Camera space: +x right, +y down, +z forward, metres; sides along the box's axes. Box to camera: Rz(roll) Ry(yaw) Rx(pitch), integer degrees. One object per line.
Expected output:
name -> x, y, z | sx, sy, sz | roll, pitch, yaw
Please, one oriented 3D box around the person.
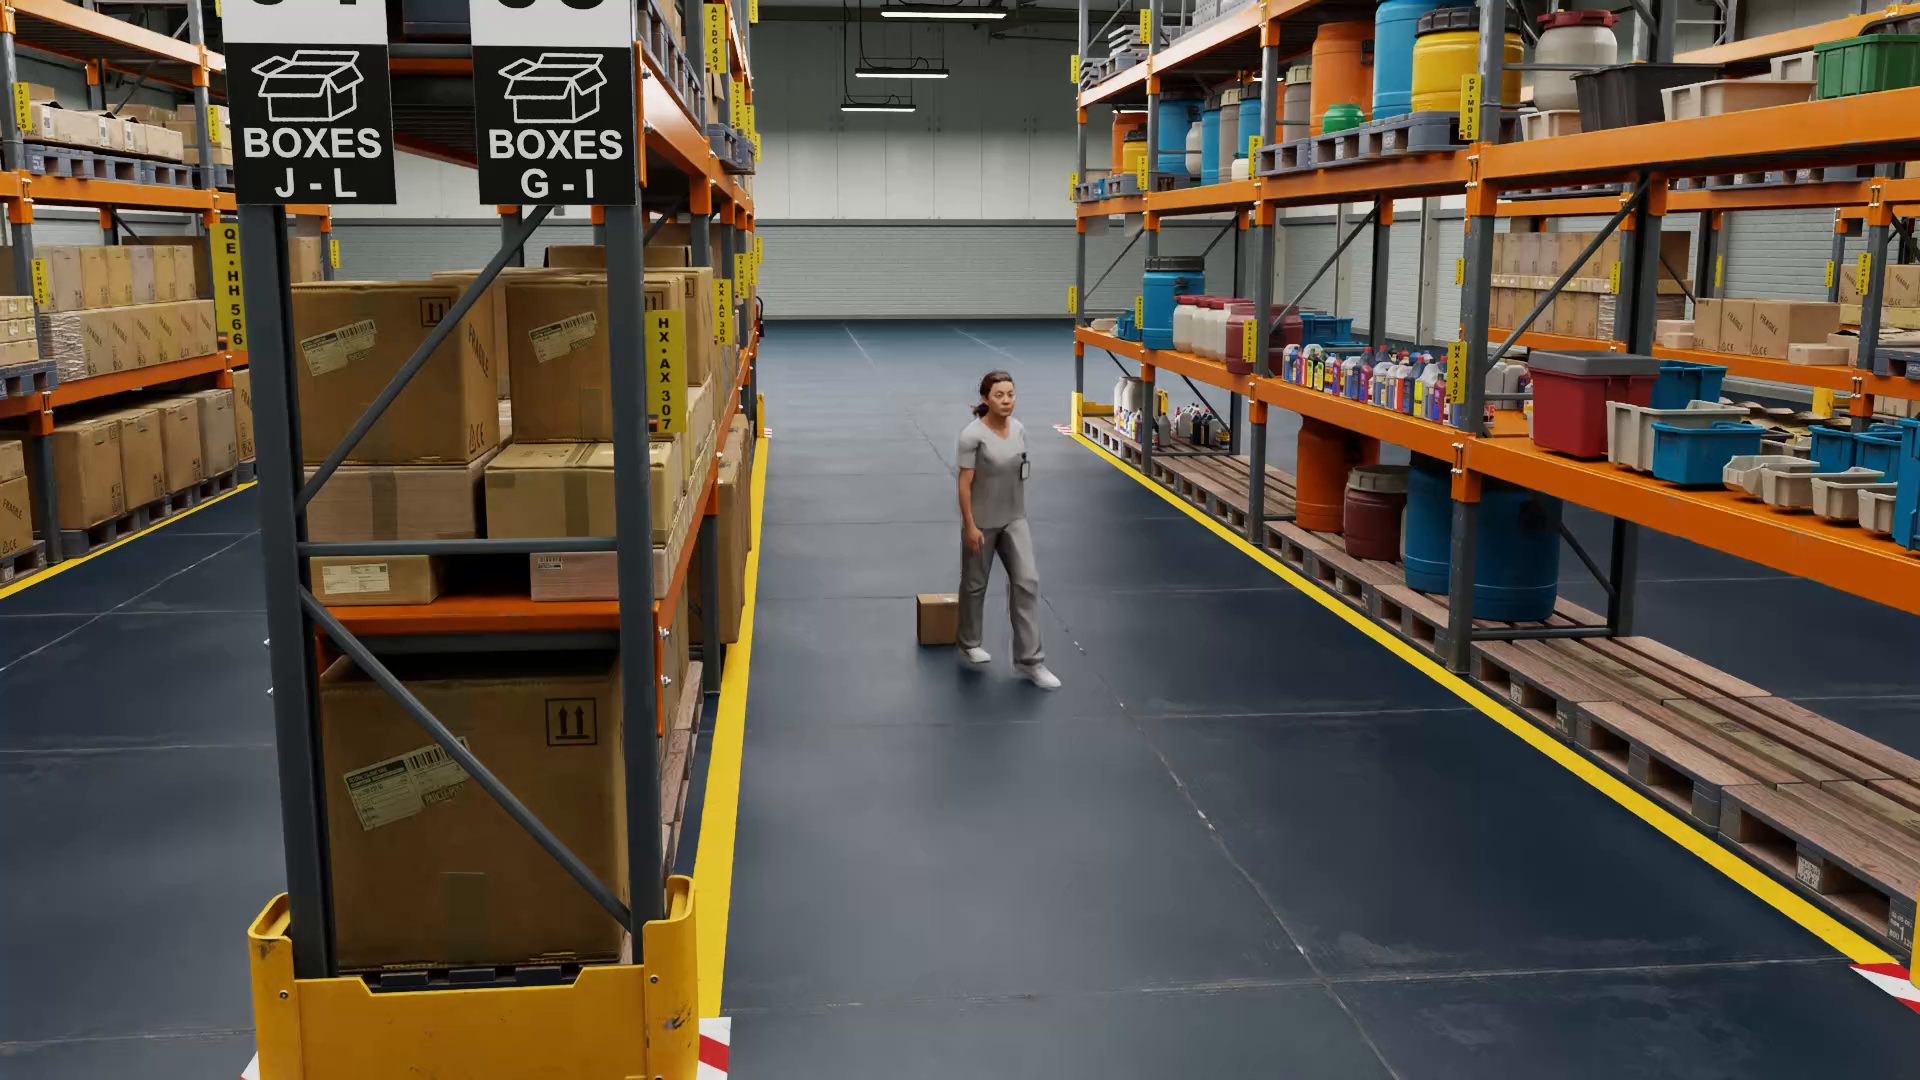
person -> 0.188, -0.076, 8.881 | 0.470, 1.662, 0.807 | -5, 11, -26
